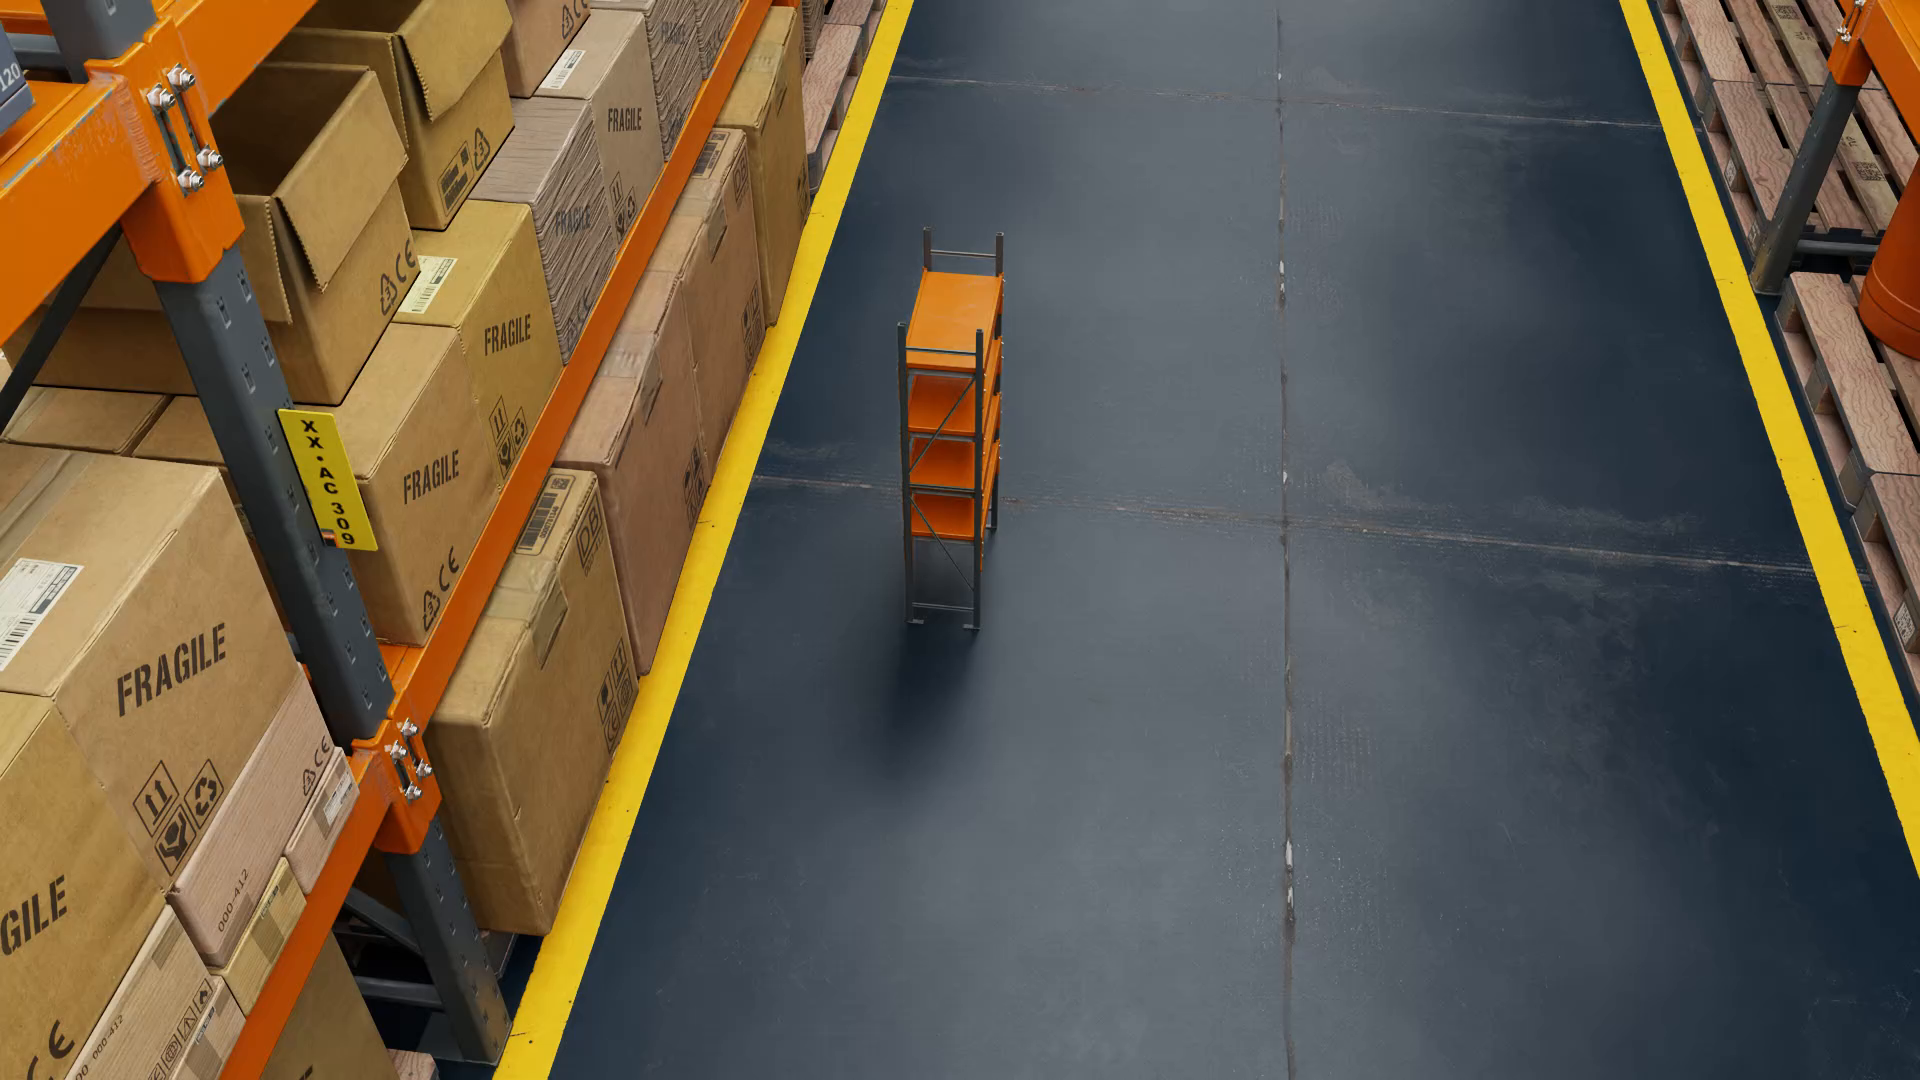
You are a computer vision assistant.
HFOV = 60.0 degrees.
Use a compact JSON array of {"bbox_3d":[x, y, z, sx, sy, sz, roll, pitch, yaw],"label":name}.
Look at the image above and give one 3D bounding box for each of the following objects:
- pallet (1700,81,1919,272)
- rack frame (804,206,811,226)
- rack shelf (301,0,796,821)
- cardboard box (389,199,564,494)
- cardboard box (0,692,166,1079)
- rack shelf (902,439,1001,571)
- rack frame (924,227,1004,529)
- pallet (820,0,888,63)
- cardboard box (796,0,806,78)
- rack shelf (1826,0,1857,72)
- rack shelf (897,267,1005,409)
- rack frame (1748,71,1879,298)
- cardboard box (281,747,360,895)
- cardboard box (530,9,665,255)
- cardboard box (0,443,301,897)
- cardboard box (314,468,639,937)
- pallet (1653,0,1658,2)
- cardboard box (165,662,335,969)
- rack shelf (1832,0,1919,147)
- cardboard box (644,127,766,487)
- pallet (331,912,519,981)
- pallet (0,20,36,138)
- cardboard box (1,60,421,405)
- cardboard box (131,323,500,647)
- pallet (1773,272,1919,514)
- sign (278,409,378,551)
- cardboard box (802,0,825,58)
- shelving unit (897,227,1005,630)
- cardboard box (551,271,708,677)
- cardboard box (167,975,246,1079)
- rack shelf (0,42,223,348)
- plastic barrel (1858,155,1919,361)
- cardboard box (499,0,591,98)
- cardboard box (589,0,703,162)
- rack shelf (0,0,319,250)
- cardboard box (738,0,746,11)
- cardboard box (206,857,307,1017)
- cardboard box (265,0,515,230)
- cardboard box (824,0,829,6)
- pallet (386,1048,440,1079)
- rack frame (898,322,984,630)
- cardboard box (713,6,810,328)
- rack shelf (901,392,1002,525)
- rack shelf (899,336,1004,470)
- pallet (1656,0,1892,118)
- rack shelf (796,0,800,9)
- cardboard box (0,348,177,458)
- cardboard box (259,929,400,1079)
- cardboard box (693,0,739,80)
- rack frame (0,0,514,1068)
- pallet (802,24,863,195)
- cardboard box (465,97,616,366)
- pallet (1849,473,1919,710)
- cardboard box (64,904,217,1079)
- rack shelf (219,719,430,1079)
[{"bbox_3d":[3.895,-1.597,7.284,1.003,0.211,1.213,5,44,6],"label":"pallet"},{"bbox_3d":[-1.155,-2.536,6.246,1.000,3.000,0.127,5,44,6],"label":"rack frame"},{"bbox_3d":[-1.420,-0.911,5.054,1.077,0.370,4.000,5,44,6],"label":"rack shelf"},{"bbox_3d":[-1.310,-0.479,4.002,0.500,0.500,0.500,5,44,6],"label":"cardboard box"},{"bbox_3d":[-1.550,0.543,2.342,0.500,0.500,0.500,6,44,6],"label":"cardboard box"},{"bbox_3d":[-0.022,-0.130,5.401,0.258,0.148,0.480,5,44,6],"label":"rack shelf"},{"bbox_3d":[0.010,-0.489,5.394,0.240,1.200,0.015,5,44,6],"label":"rack frame"},{"bbox_3d":[-0.887,-2.885,8.643,1.003,0.211,1.213,5,44,6],"label":"pallet"},{"bbox_3d":[-1.086,-2.246,7.439,0.700,0.500,0.500,3,44,3],"label":"cardboard box"},{"bbox_3d":[4.019,-3.187,7.458,1.077,0.370,4.000,5,44,6],"label":"rack shelf"},{"bbox_3d":[-0.022,-0.608,4.948,0.258,0.148,0.480,5,44,6],"label":"rack shelf"},{"bbox_3d":[3.754,-2.086,5.771,1.000,3.000,0.127,5,44,6],"label":"rack frame"},{"bbox_3d":[-1.400,0.519,3.203,0.380,0.149,0.250,5,44,6],"label":"cardboard box"},{"bbox_3d":[-1.180,-1.173,4.735,0.500,0.500,0.500,6,44,6],"label":"cardboard box"},{"bbox_3d":[-1.480,0.202,2.702,0.500,0.500,0.500,6,44,7],"label":"cardboard box"},{"bbox_3d":[-1.619,0.371,4.416,1.225,0.875,0.875,5,44,6],"label":"cardboard box"},{"bbox_3d":[4.218,-3.260,9.040,1.003,0.211,1.213,5,44,6],"label":"pallet"},{"bbox_3d":[-1.482,0.462,2.974,0.500,0.250,0.500,4,44,5],"label":"cardboard box"},{"bbox_3d":[3.490,-0.461,4.579,1.077,0.370,4.000,5,44,6],"label":"rack shelf"},{"bbox_3d":[-1.393,-0.841,5.697,1.225,0.875,0.875,5,44,6],"label":"cardboard box"},{"bbox_3d":[-1.657,0.670,4.889,1.003,0.211,1.213,5,44,6],"label":"pallet"},{"bbox_3d":[-1.803,-0.310,1.779,1.003,0.211,1.213,5,44,6],"label":"pallet"},{"bbox_3d":[-1.608,-0.646,3.449,0.797,0.503,0.637,4,44,4],"label":"cardboard box"},{"bbox_3d":[-1.375,-0.137,3.640,0.500,0.500,0.500,5,44,6],"label":"cardboard box"},{"bbox_3d":[3.691,-0.532,6.158,1.003,0.211,1.213,5,44,6],"label":"pallet"},{"bbox_3d":[-1.134,-0.103,2.990,0.100,0.325,0.005,5,44,6],"label":"sign"},{"bbox_3d":[-1.026,-2.625,7.839,0.700,0.500,0.500,2,43,2],"label":"cardboard box"},{"bbox_3d":[-0.022,-0.323,5.218,0.258,1.200,0.503,5,44,6],"label":"shelving unit"},{"bbox_3d":[-1.502,-0.238,5.059,1.225,0.875,0.875,4,44,4],"label":"cardboard box"},{"bbox_3d":[-1.468,0.870,2.833,0.380,0.149,0.250,5,44,5],"label":"cardboard box"},{"bbox_3d":[-1.948,0.725,1.144,1.077,0.370,4.000,5,44,6],"label":"rack shelf"},{"bbox_3d":[3.707,-1.115,6.019,0.600,0.830,0.708,5,44,6],"label":"plastic barrel"},{"bbox_3d":[-1.439,-1.538,4.390,0.797,0.503,0.637,7,44,7],"label":"cardboard box"},{"bbox_3d":[-1.112,-1.520,5.101,0.500,0.500,0.500,4,44,4],"label":"cardboard box"},{"bbox_3d":[-1.420,-2.001,4.023,1.077,0.370,4.000,5,44,6],"label":"rack shelf"},{"bbox_3d":[-0.975,-2.213,5.833,0.500,0.500,0.500,6,44,7],"label":"cardboard box"},{"bbox_3d":[-1.433,0.695,3.017,0.380,0.149,0.250,6,44,6],"label":"cardboard box"},{"bbox_3d":[-1.506,-1.113,3.941,0.797,0.503,0.637,6,44,6],"label":"cardboard box"},{"bbox_3d":[-0.958,-3.012,8.248,0.700,0.500,0.500,9,44,9],"label":"cardboard box"},{"bbox_3d":[-1.862,1.714,3.786,1.003,0.211,1.213,5,44,6],"label":"pallet"},{"bbox_3d":[-0.054,-0.157,5.043,0.240,1.200,0.015,5,44,6],"label":"rack frame"},{"bbox_3d":[-1.267,-1.448,6.338,1.225,0.875,0.875,3,44,4],"label":"cardboard box"},{"bbox_3d":[-0.022,-0.274,5.265,0.258,0.148,0.480,5,44,6],"label":"rack shelf"},{"bbox_3d":[-0.022,-0.436,5.111,0.258,0.148,0.480,5,44,6],"label":"rack shelf"},{"bbox_3d":[4.059,-2.426,8.159,1.003,0.211,1.213,5,44,6],"label":"pallet"},{"bbox_3d":[-0.891,-3.638,7.933,1.077,0.370,4.000,5,44,6],"label":"rack shelf"},{"bbox_3d":[-1.893,-0.190,3.696,0.500,0.500,0.500,5,44,6],"label":"cardboard box"},{"bbox_3d":[-1.851,1.252,3.486,0.875,0.875,0.875,5,44,6],"label":"cardboard box"},{"bbox_3d":[-1.047,-1.874,5.475,0.500,0.500,0.500,5,44,5],"label":"cardboard box"},{"bbox_3d":[-1.684,0.190,3.367,1.000,3.000,0.127,5,44,6],"label":"rack frame"},{"bbox_3d":[-1.050,-2.056,7.767,1.003,0.211,1.213,5,44,6],"label":"pallet"},{"bbox_3d":[-1.243,-0.820,4.362,0.500,0.500,0.500,4,44,5],"label":"cardboard box"},{"bbox_3d":[3.528,0.297,5.283,1.003,0.211,1.213,5,44,6],"label":"pallet"},{"bbox_3d":[-1.548,0.814,2.601,0.500,0.250,0.500,6,44,7],"label":"cardboard box"},{"bbox_3d":[-1.948,1.815,2.175,1.077,0.370,4.000,5,44,6],"label":"rack shelf"}]
